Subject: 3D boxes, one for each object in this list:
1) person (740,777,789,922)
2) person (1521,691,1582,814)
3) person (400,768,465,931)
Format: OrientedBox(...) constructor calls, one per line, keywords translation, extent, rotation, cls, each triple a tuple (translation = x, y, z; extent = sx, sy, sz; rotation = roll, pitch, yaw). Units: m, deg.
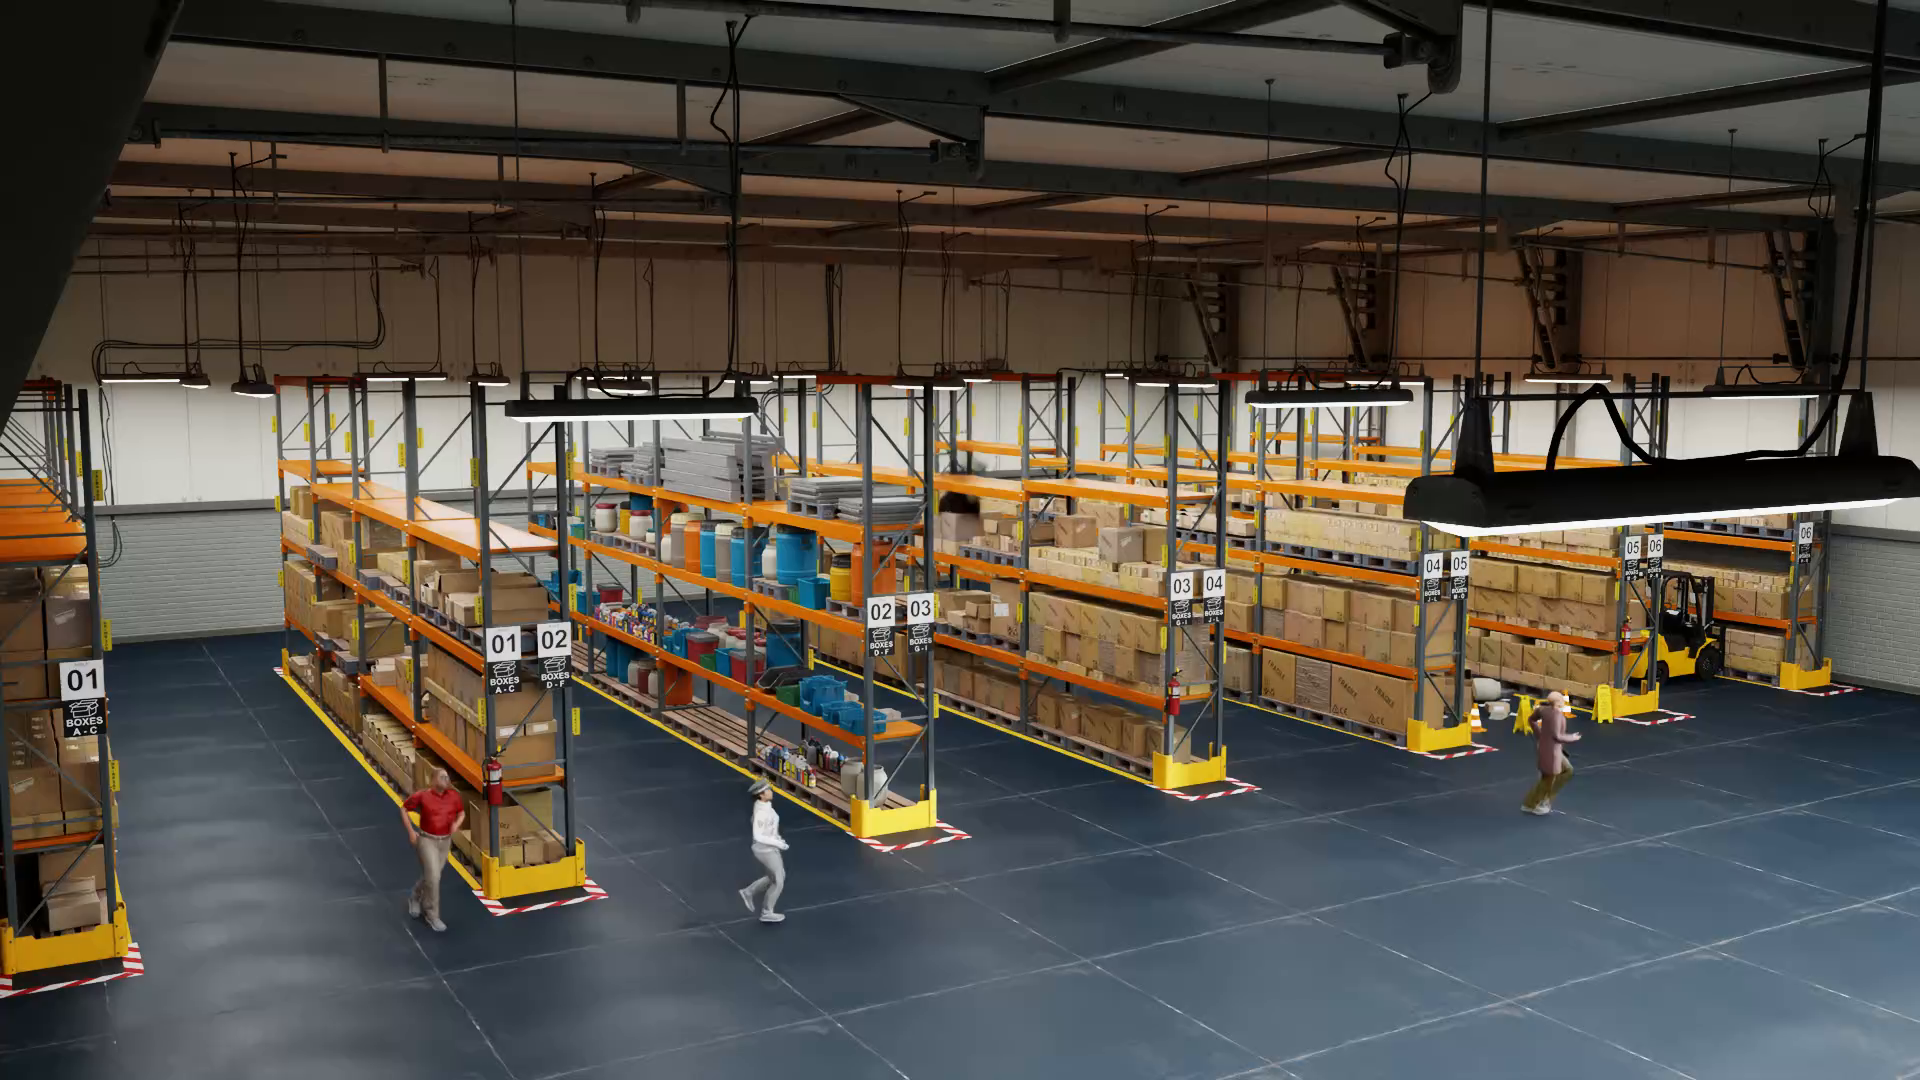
OrientedBox(translation=(-2.198, 3.471, 18.667), extent=(0.576, 1.647, 0.613), rotation=(0, 6, -4), cls="person")
OrientedBox(translation=(8.168, 2.944, 22.962), extent=(0.757, 1.742, 0.702), rotation=(1, 6, 10), cls="person")
OrientedBox(translation=(-5.908, 3.443, 18.774), extent=(0.827, 1.749, 0.660), rotation=(5, 8, 38), cls="person")
